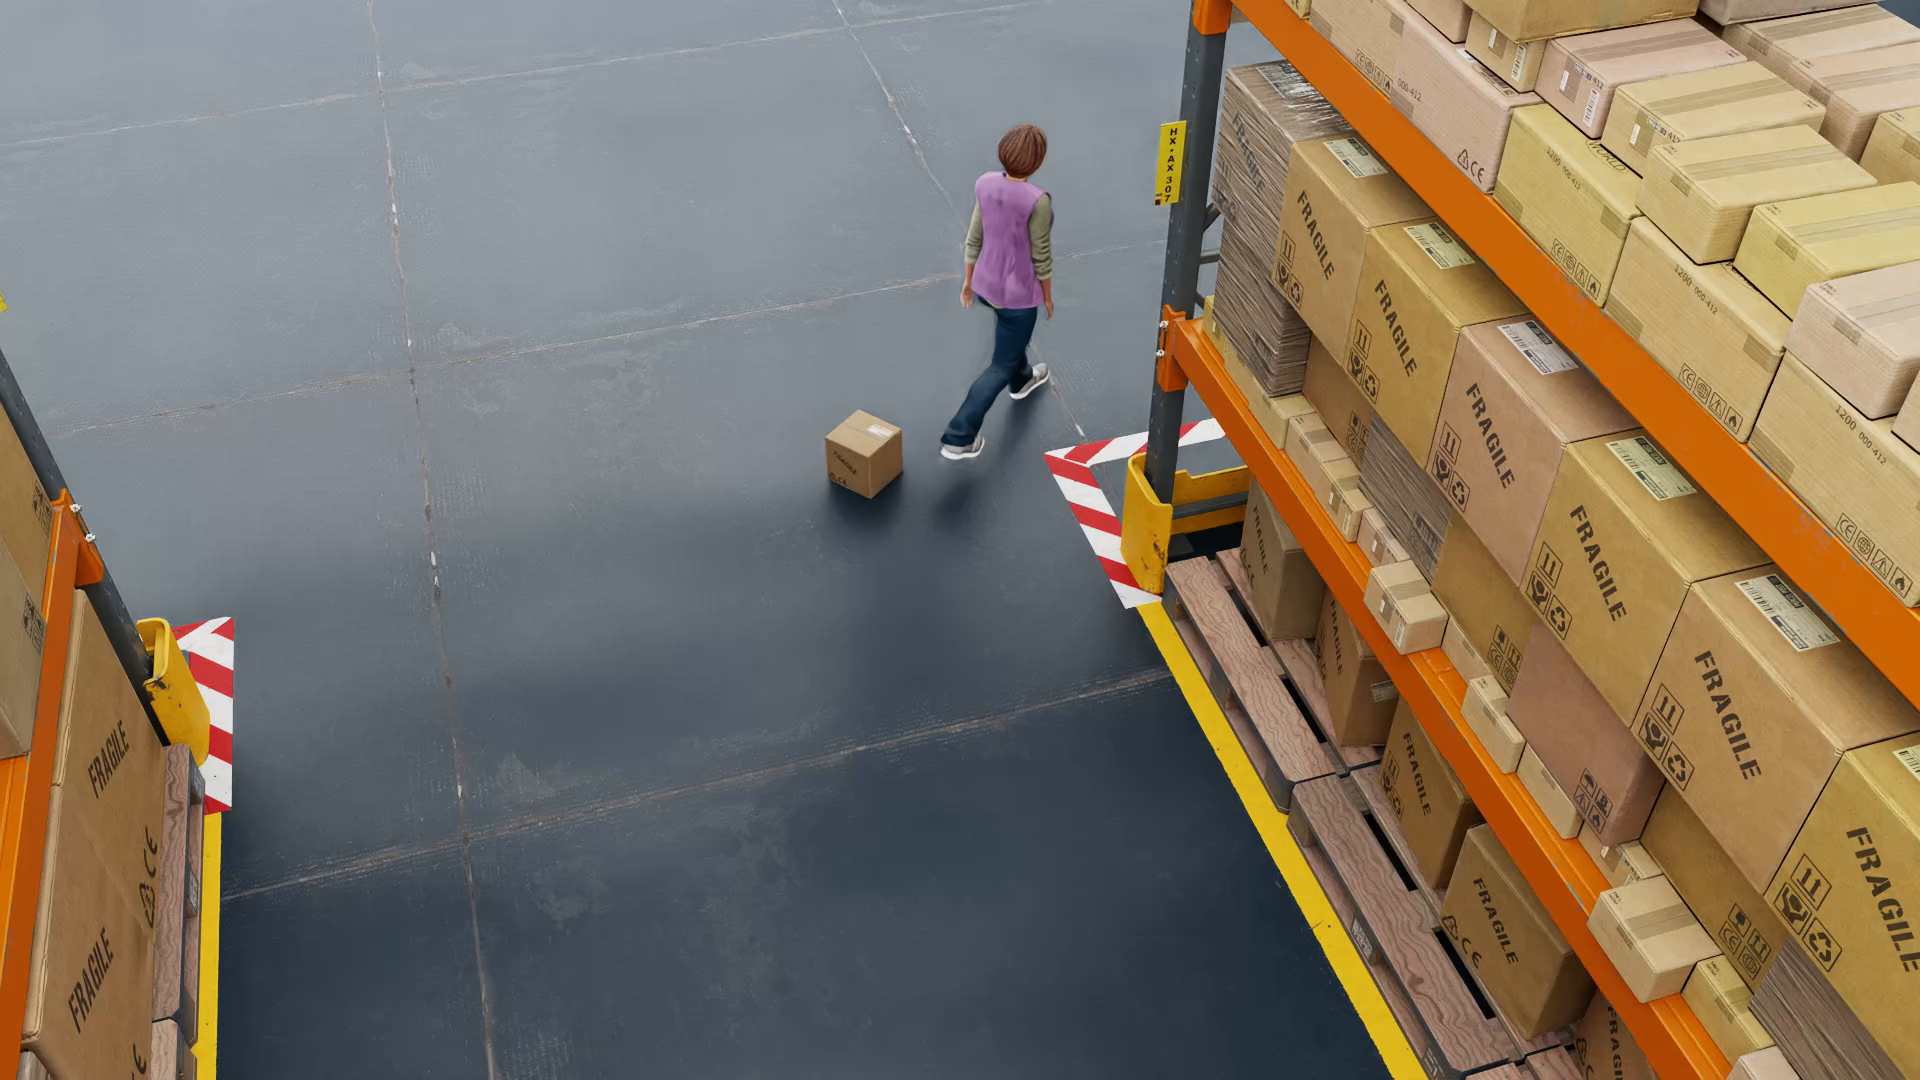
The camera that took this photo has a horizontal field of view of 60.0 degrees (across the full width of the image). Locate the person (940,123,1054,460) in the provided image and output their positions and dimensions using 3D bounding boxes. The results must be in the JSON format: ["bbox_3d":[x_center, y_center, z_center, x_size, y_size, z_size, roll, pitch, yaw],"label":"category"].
[{"bbox_3d":[0.198,-1.098,7.361,0.423,1.534,0.932,34,53,31],"label":"person"}]
